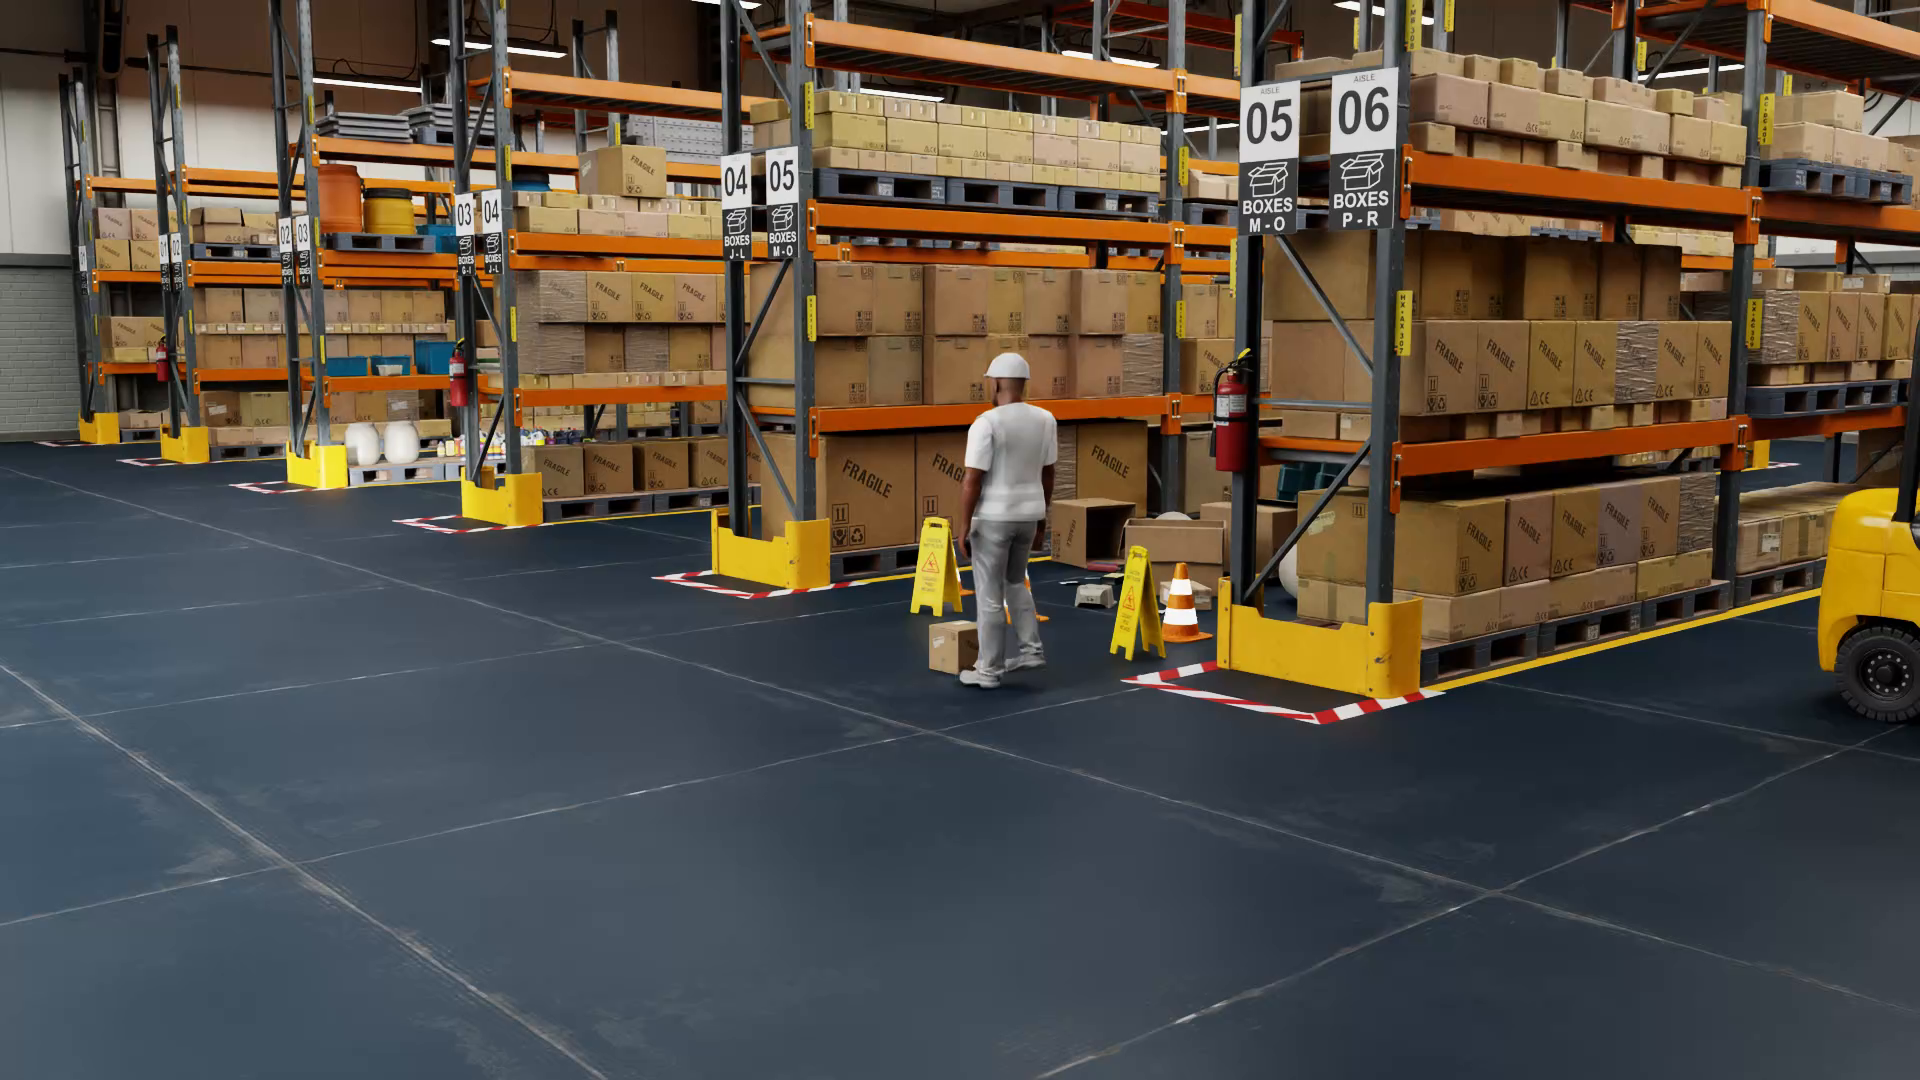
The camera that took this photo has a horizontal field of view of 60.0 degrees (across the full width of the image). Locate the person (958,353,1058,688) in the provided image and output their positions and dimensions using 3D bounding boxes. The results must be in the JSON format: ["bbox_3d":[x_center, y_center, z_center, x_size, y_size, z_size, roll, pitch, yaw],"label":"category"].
[{"bbox_3d":[0.237,-0.104,8.825,0.593,1.770,0.451,-5,9,-34],"label":"person"}]
